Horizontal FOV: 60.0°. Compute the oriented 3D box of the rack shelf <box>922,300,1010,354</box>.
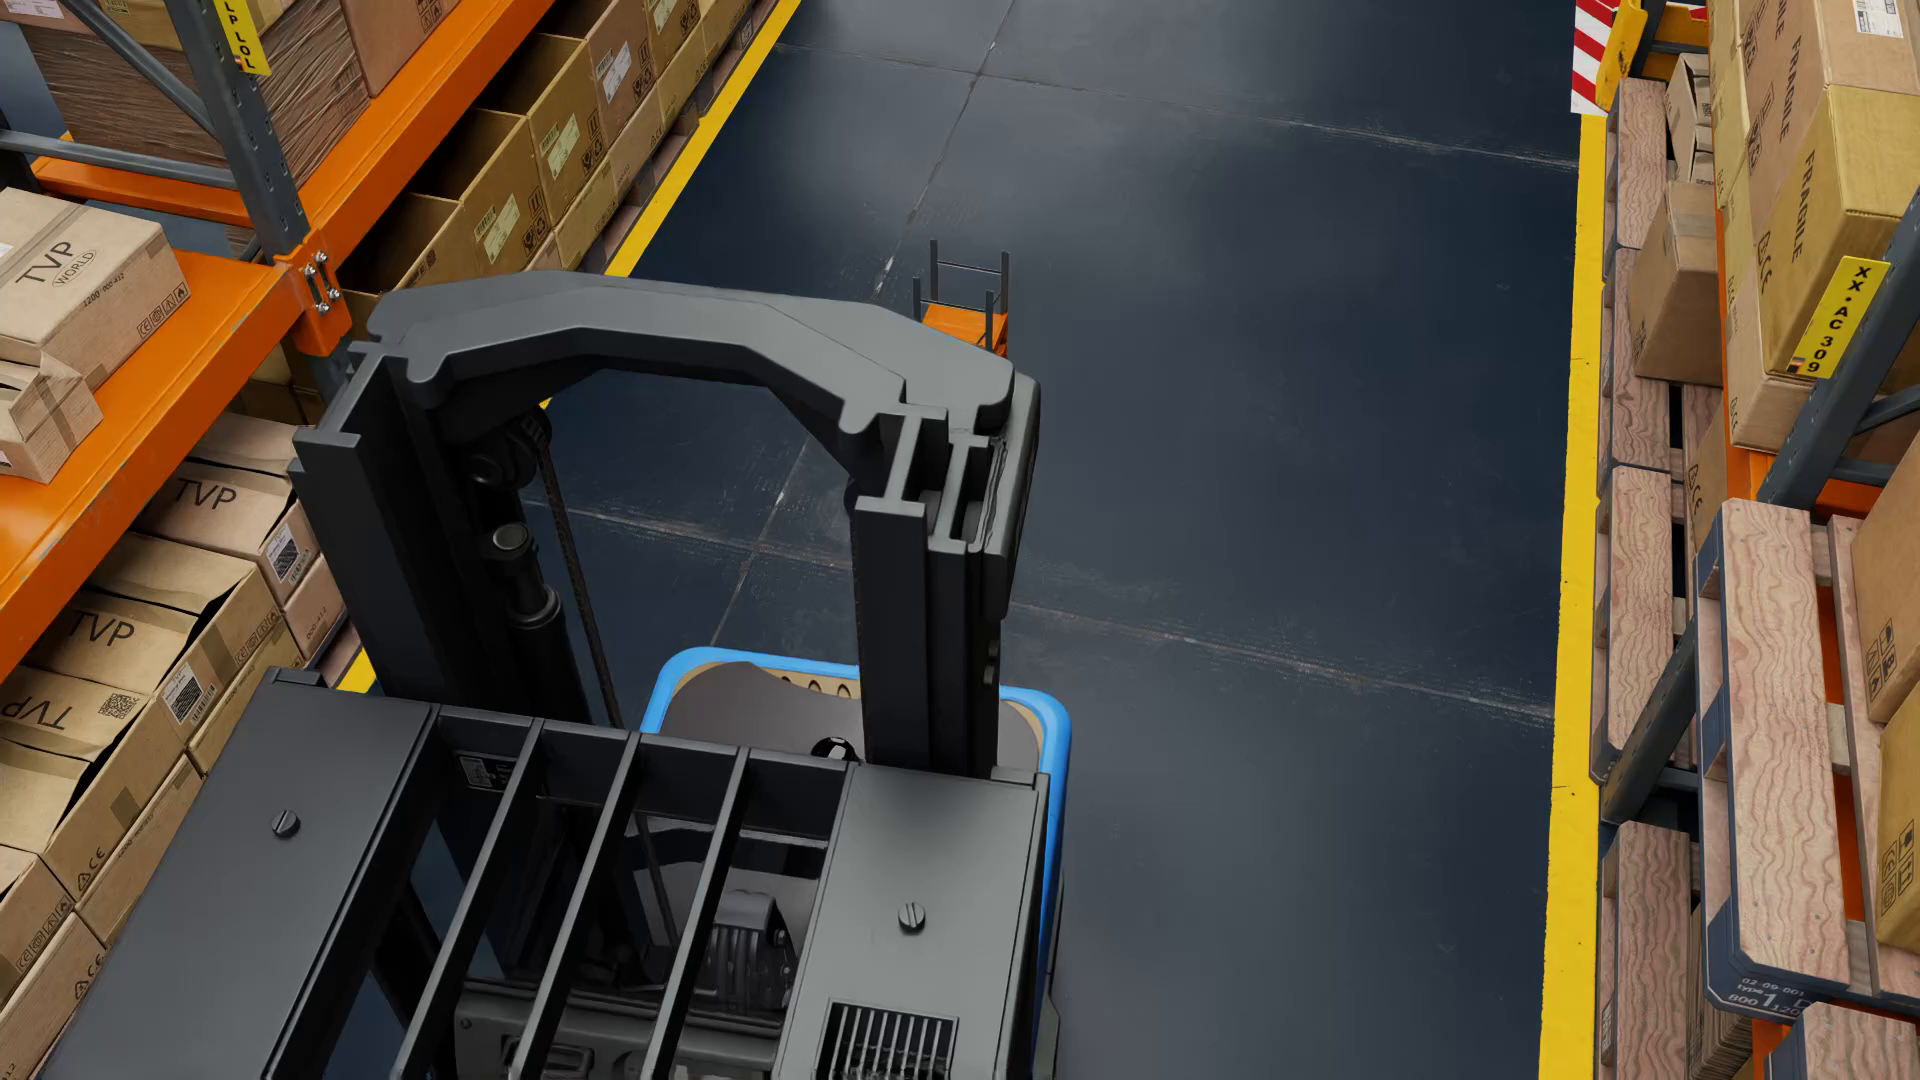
[{"bbox_3d":[0.004,-0.616,5.073,0.258,0.103,0.180,12,50,10],"label":"rack shelf"}]

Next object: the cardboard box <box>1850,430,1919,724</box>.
[{"bbox_3d":[2.255,0.094,3.306,0.700,0.500,0.500,12,50,10],"label":"cardboard box"}]

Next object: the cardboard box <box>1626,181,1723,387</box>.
[{"bbox_3d":[2.815,-0.884,5.903,0.700,0.500,0.500,9,49,8],"label":"cardboard box"}]

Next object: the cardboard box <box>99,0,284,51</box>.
[{"bbox_3d":[-2.100,-1.467,4.545,0.380,0.149,0.250,11,50,10],"label":"cardboard box"}]

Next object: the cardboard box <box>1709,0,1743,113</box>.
[{"bbox_3d":[2.642,-1.537,5.193,0.500,0.250,0.500,12,50,10],"label":"cardboard box"}]

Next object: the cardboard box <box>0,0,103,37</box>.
[{"bbox_3d":[-2.493,-1.550,4.618,0.380,0.149,0.250,12,50,10],"label":"cardboard box"}]

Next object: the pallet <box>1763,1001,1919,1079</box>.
[{"bbox_3d":[1.851,1.429,2.616,1.003,0.211,1.213,12,50,10],"label":"pallet"}]

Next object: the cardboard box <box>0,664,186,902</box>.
[{"bbox_3d":[-2.452,0.610,4.391,0.500,0.311,0.500,11,50,10],"label":"cardboard box"}]

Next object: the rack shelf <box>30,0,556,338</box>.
[{"bbox_3d":[-1.831,-2.272,6.234,1.077,0.370,4.000,12,50,10],"label":"rack shelf"}]

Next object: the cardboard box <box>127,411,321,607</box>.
[{"bbox_3d":[-2.188,-0.128,5.042,0.500,0.311,0.500,12,50,10],"label":"cardboard box"}]

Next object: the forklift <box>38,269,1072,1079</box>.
[{"bbox_3d":[-0.465,1.144,2.786,1.130,2.935,3.031,7,49,6],"label":"forklift"}]

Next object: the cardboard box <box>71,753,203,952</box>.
[{"bbox_3d":[-2.456,0.801,4.597,0.500,0.250,0.500,13,50,11],"label":"cardboard box"}]

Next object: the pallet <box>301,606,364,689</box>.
[{"bbox_3d":[-2.514,0.400,5.256,1.003,0.211,1.213,12,50,10],"label":"pallet"}]

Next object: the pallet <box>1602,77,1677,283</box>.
[{"bbox_3d":[3.207,-1.423,6.865,1.003,0.211,1.213,12,50,10],"label":"pallet"}]

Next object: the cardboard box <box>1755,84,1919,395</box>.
[{"bbox_3d":[2.248,-0.696,3.950,0.500,0.500,0.500,11,50,10],"label":"cardboard box"}]

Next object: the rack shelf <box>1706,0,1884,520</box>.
[{"bbox_3d":[2.949,-1.297,5.374,1.077,0.370,4.000,12,50,10],"label":"rack shelf"}]

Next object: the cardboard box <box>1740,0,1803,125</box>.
[{"bbox_3d":[2.517,-1.421,4.590,0.500,0.500,0.500,10,49,9],"label":"cardboard box"}]

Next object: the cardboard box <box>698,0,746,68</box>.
[{"bbox_3d":[-1.281,-2.375,7.400,0.500,0.250,0.500,12,50,10],"label":"cardboard box"}]

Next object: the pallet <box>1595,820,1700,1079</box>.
[{"bbox_3d":[2.219,1.398,4.375,1.003,0.211,1.213,12,50,10],"label":"pallet"}]

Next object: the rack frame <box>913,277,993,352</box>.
[{"bbox_3d":[-0.020,-0.341,5.251,0.240,1.200,0.006,12,50,10],"label":"rack frame"}]

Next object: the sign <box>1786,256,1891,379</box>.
[{"bbox_3d":[1.897,-0.476,3.592,0.100,0.325,0.005,12,50,10],"label":"sign"}]

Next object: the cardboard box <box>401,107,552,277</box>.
[{"bbox_3d":[-1.810,-1.177,5.842,0.500,0.500,0.500,12,50,10],"label":"cardboard box"}]

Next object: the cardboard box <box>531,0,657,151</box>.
[{"bbox_3d":[-1.541,-1.899,6.479,0.500,0.500,0.500,12,50,10],"label":"cardboard box"}]

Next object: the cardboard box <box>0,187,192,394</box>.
[{"bbox_3d":[-2.445,-0.649,4.422,0.500,0.250,0.500,14,50,12],"label":"cardboard box"}]

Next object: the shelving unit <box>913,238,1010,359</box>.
[{"bbox_3d":[0.004,-0.408,5.309,0.258,1.200,0.189,12,50,10],"label":"shelving unit"}]

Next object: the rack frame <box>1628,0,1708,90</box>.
[{"bbox_3d":[3.475,-2.982,6.381,1.000,3.000,0.127,12,50,10],"label":"rack frame"}]

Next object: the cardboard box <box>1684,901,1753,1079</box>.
[{"bbox_3d":[2.245,1.129,4.127,0.700,0.500,0.500,13,50,11],"label":"cardboard box"}]

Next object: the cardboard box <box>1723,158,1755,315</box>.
[{"bbox_3d":[2.394,-0.806,4.548,0.500,0.250,0.500,12,50,10],"label":"cardboard box"}]

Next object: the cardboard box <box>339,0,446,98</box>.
[{"bbox_3d":[-2.114,-1.801,5.272,0.700,0.500,0.500,11,50,10],"label":"cardboard box"}]

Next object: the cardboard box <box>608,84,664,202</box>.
[{"bbox_3d":[-1.544,-1.652,6.761,0.500,0.250,0.500,12,50,10],"label":"cardboard box"}]

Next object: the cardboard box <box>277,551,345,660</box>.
[{"bbox_3d":[-2.187,0.065,5.246,0.500,0.250,0.500,11,50,10],"label":"cardboard box"}]

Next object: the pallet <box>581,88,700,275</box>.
[{"bbox_3d":[-1.789,-1.593,7.015,1.003,0.211,1.213,12,50,10],"label":"pallet"}]

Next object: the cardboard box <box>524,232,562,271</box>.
[{"bbox_3d":[-1.807,-0.928,6.123,0.500,0.250,0.500,12,50,10],"label":"cardboard box"}]

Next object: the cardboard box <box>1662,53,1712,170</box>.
[{"bbox_3d":[3.206,-1.755,6.798,0.500,0.311,0.500,7,49,6],"label":"cardboard box"}]

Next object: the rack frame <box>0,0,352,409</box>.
[{"bbox_3d":[-2.358,-1.063,4.688,1.000,3.000,0.127,12,50,10],"label":"rack frame"}]

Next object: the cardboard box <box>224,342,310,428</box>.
[{"bbox_3d":[-2.446,-0.671,5.895,0.500,0.250,0.500,12,50,10],"label":"cardboard box"}]

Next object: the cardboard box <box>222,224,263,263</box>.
[{"bbox_3d":[-2.304,-1.278,5.931,0.500,0.500,0.500,12,50,10],"label":"cardboard box"}]

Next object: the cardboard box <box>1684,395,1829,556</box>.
[{"bbox_3d":[2.657,-0.165,5.269,0.500,0.500,0.500,8,49,7],"label":"cardboard box"}]
